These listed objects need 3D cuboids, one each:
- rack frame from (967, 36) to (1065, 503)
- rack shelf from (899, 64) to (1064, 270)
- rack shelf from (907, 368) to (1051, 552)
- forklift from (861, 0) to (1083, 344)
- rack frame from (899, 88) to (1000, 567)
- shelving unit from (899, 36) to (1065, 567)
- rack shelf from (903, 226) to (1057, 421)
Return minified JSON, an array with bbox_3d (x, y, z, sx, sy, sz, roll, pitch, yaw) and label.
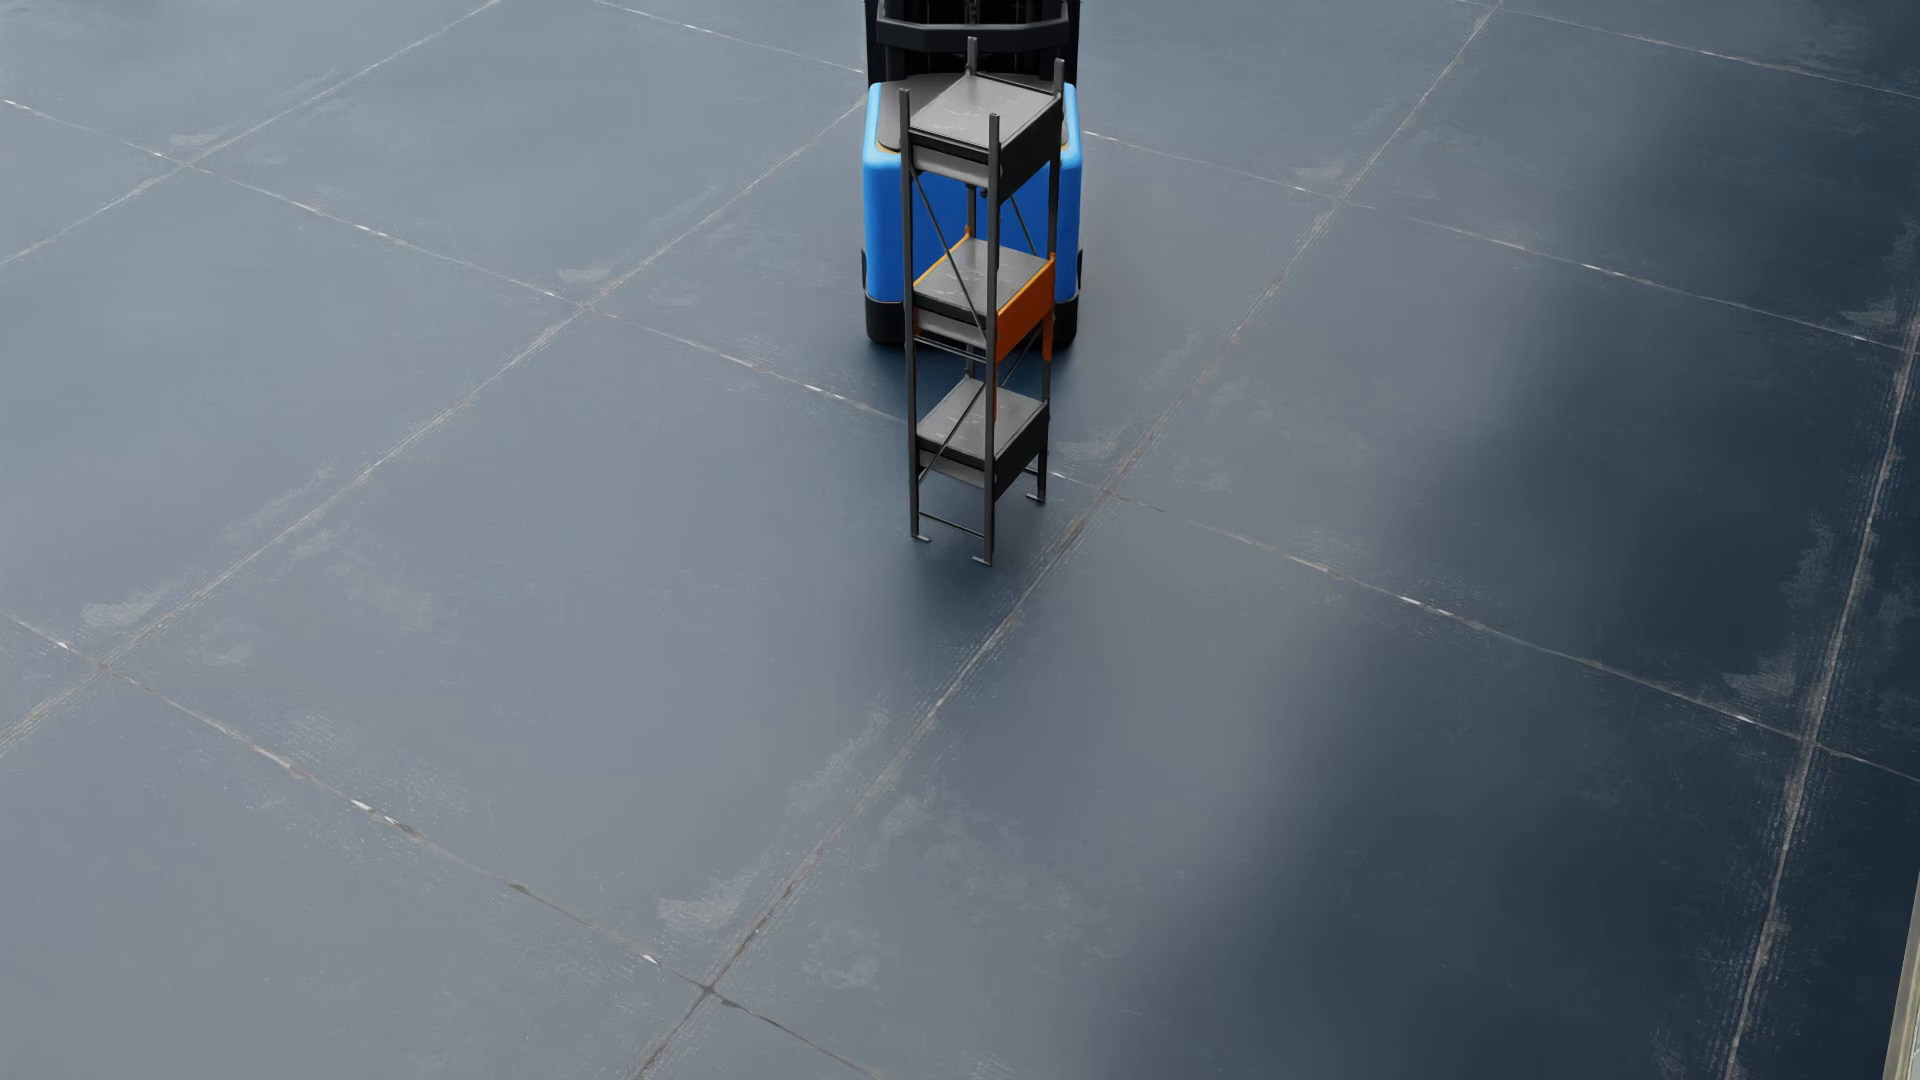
[{"bbox_3d":[0.205,-1.022,6.822,0.400,2.100,0.015,21,45,22],"label":"rack frame"},{"bbox_3d":[0.083,-1.398,6.210,0.431,0.518,0.480,21,45,22],"label":"rack shelf"},{"bbox_3d":[0.083,-0.347,7.135,0.431,0.518,0.480,21,45,22],"label":"rack shelf"},{"bbox_3d":[0.064,-3.020,8.461,1.130,2.935,3.031,0,41,0],"label":"forklift"},{"bbox_3d":[-0.039,-0.743,6.505,0.400,2.100,0.015,21,45,22],"label":"rack frame"},{"bbox_3d":[0.083,-0.883,6.664,0.431,2.100,0.503,21,45,22],"label":"shelving unit"},{"bbox_3d":[0.083,-0.872,6.673,0.431,0.518,0.480,21,45,22],"label":"rack shelf"}]
